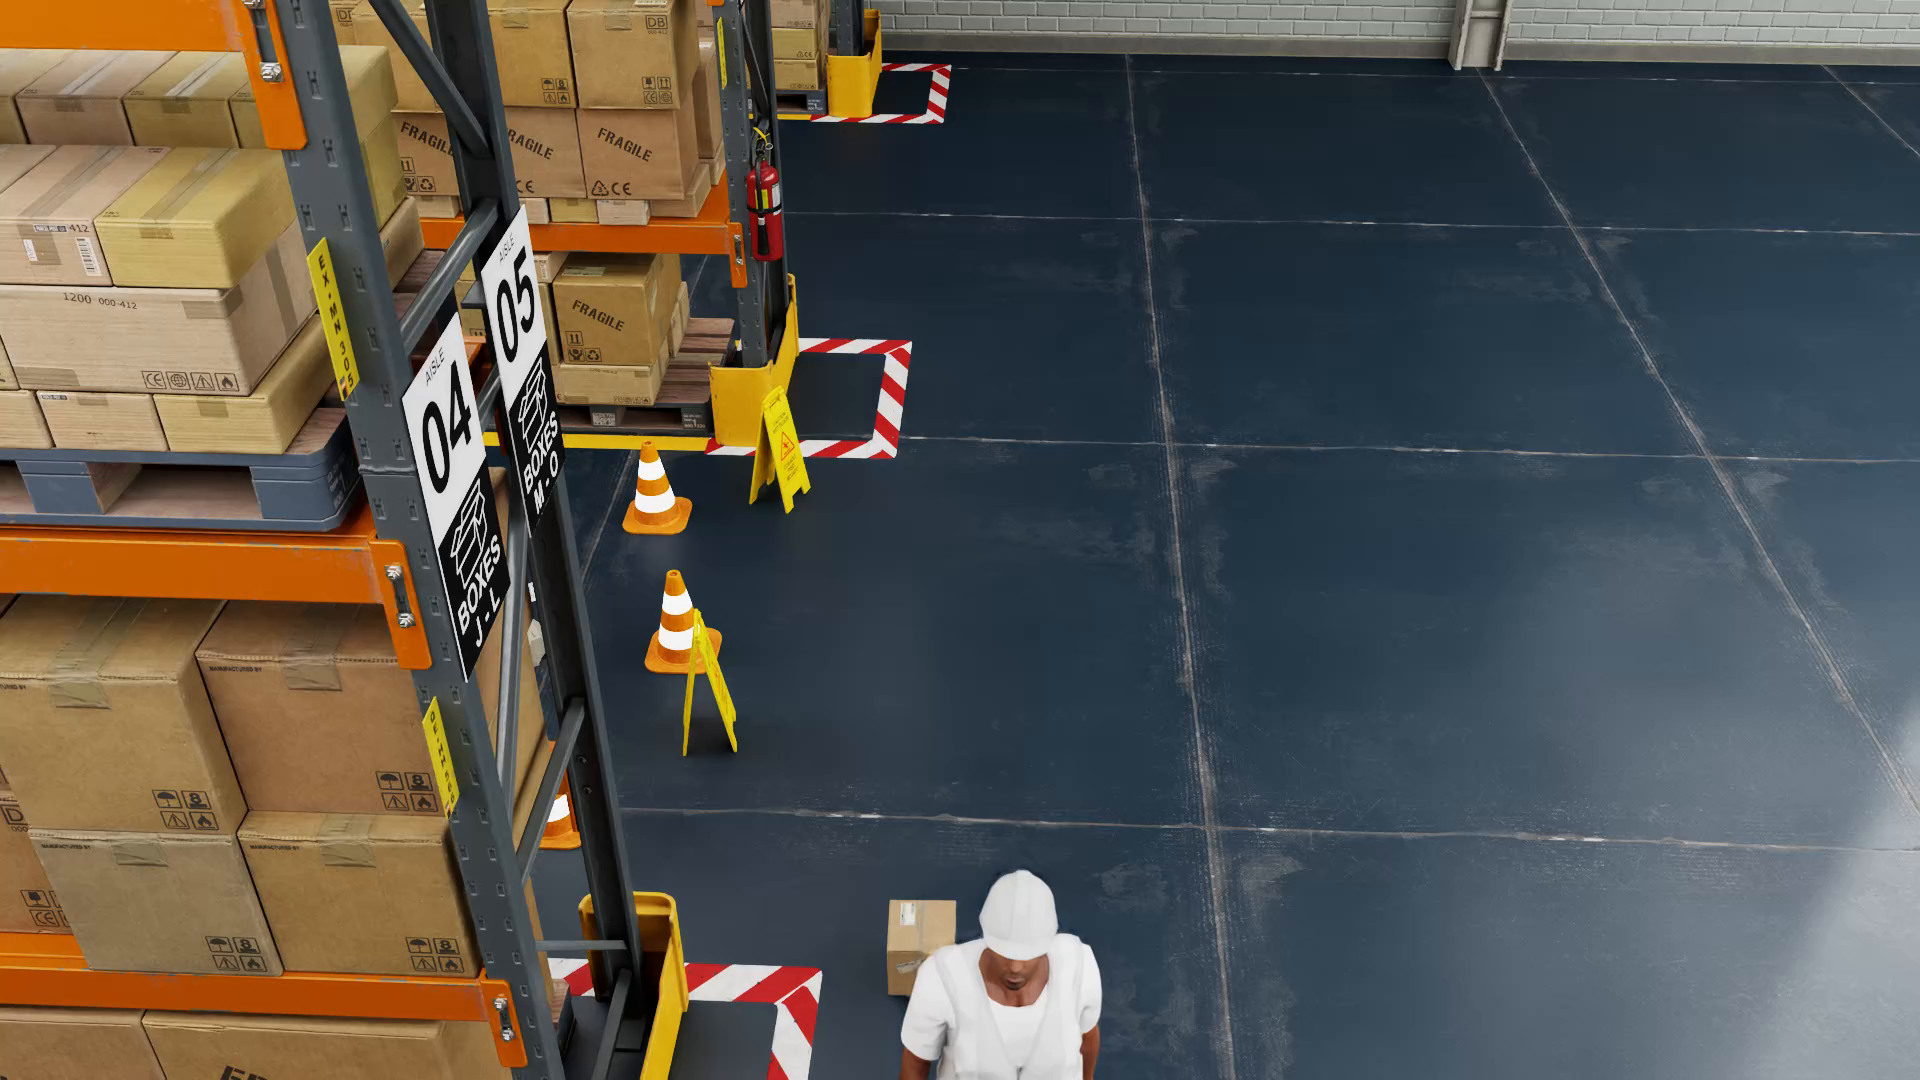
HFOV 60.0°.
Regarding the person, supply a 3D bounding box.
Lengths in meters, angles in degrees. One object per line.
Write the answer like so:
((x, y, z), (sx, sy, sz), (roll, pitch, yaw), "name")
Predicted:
((0.116, 1.618, 4.820), (0.590, 1.739, 0.923), (-2, 36, -3), "person")
